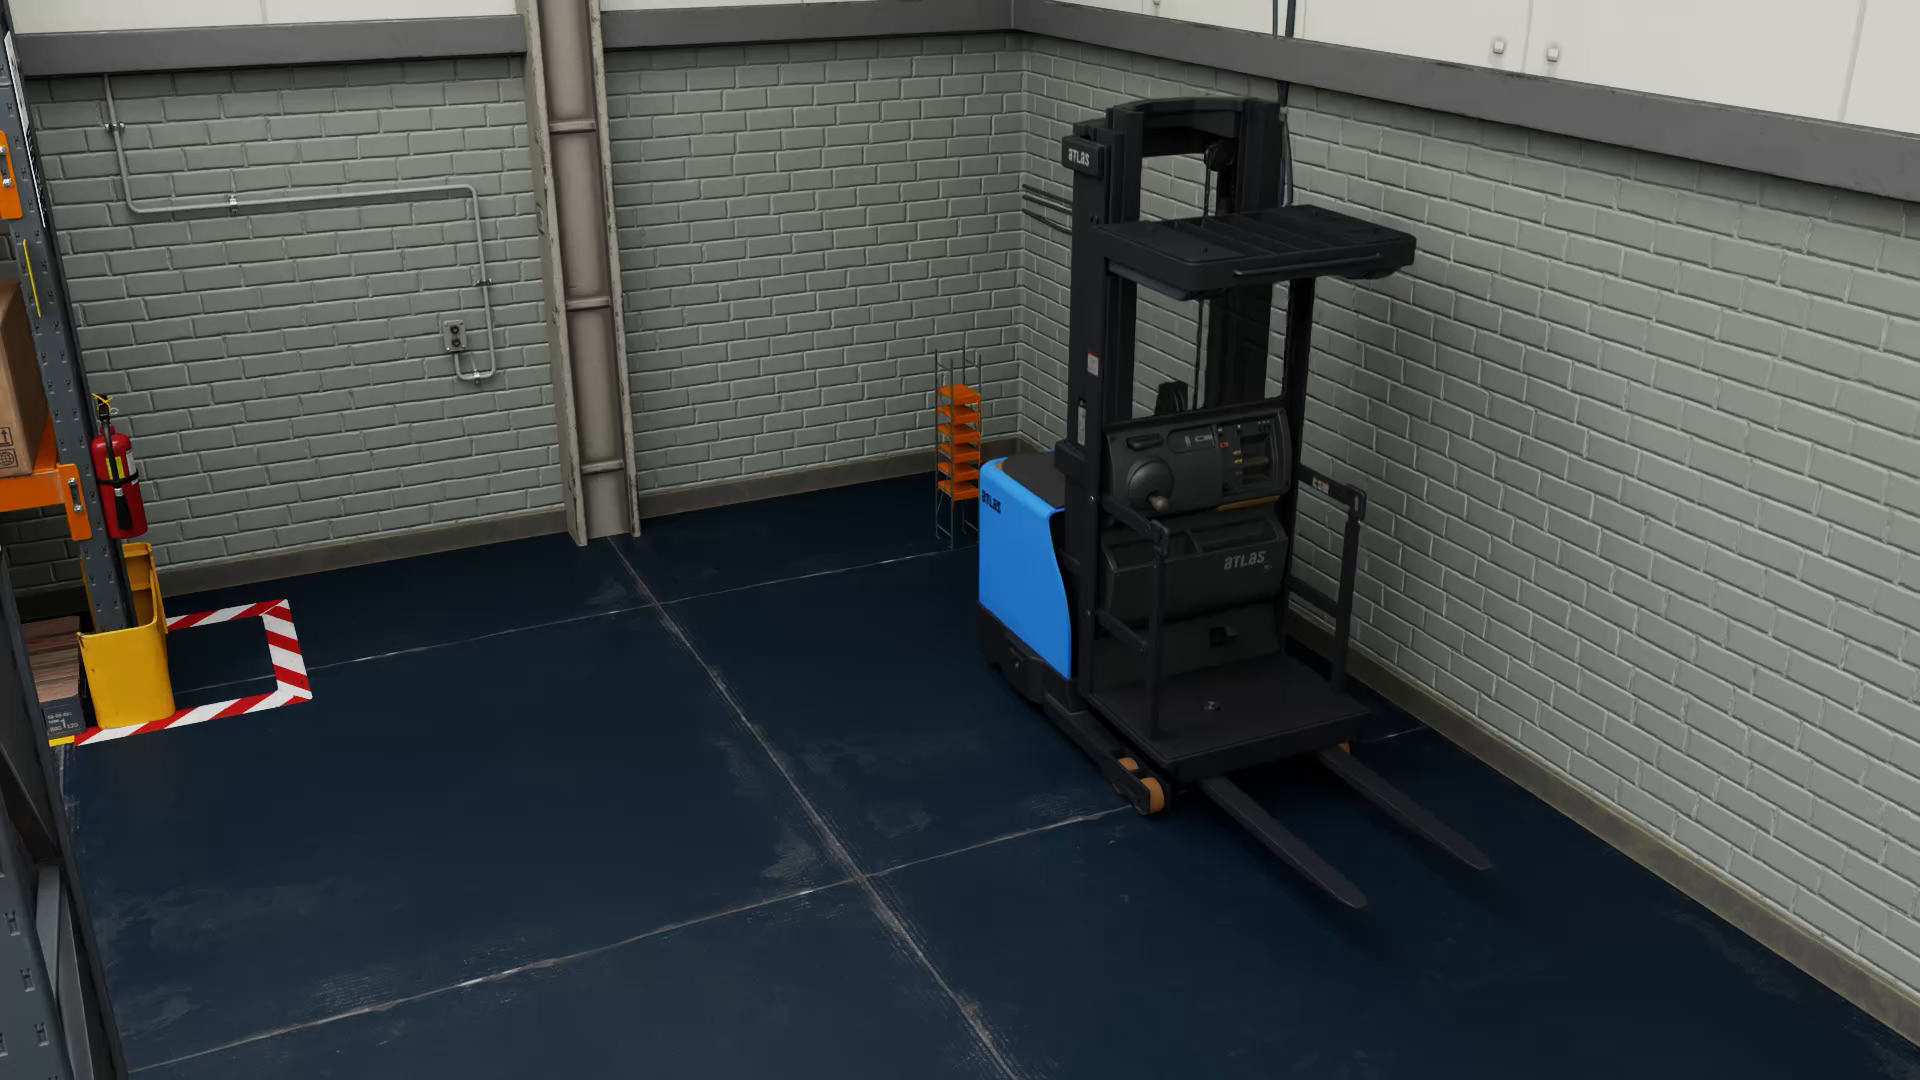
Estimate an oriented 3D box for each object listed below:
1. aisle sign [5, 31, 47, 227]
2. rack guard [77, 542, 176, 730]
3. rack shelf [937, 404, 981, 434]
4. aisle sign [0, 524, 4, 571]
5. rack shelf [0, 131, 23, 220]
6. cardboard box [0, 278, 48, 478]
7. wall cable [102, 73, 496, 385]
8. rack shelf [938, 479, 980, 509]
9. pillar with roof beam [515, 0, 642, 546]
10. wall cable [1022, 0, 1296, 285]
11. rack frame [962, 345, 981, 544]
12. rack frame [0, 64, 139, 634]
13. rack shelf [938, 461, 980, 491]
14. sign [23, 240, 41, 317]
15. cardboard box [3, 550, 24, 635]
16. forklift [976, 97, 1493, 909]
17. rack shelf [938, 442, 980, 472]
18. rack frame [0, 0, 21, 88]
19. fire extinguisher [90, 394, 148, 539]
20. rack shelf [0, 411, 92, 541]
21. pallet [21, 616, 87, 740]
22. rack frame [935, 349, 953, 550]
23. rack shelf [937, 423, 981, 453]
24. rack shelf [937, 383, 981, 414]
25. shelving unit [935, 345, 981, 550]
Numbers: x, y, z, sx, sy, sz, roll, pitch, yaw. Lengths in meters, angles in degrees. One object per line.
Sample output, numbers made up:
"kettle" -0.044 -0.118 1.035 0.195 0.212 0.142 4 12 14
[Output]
"aisle sign" -4.080 -1.797 7.270 0.004 0.787 0.394 -10 25 -24
"rack guard" -4.254 0.464 8.476 0.348 0.500 1.175 -10 25 -24
"rack shelf" -0.013 -0.733 9.940 0.180 0.103 0.258 -10 25 -24
"aisle sign" -2.190 -0.294 3.640 0.004 0.787 0.394 -10 25 -24
"rack shelf" -6.078 -1.409 6.751 4.000 0.370 1.077 -10 25 -24
"cardboard box" -4.731 -0.738 7.718 0.700 0.700 0.980 -9 24 -21
"wall cable" -3.532 -1.695 9.095 1.851 1.984 0.084 -10 25 -24
"rack shelf" -0.013 -0.289 10.124 0.180 0.103 0.258 -10 25 -24
"pillar with roof beam" -0.351 -2.722 5.059 0.400 9.000 9.100 -10 25 -24
"wall cable" 0.976 -2.840 9.404 0.112 2.526 3.097 -10 25 -24
"rack frame" 0.069 -0.567 10.051 0.006 1.200 0.240 -10 25 -24
"rack frame" -4.275 -0.687 7.989 0.127 3.000 1.000 -10 25 -24
"rack shelf" -0.013 -0.400 10.078 0.180 0.103 0.258 -10 25 -24
"sign" -4.053 -1.142 7.264 0.005 0.325 0.100 -10 25 -24
"cardboard box" -4.863 0.424 8.023 0.500 0.500 0.700 -10 25 -24
"forklift" 1.163 -0.332 7.221 1.130 2.935 3.031 -10 25 -23
"rack shelf" -0.013 -0.511 10.032 0.180 0.103 0.258 -10 25 -24
"rack frame" -4.275 -3.459 6.841 0.127 3.000 1.000 -10 25 -24
"fire extinguisher" -3.939 -0.345 7.751 0.183 0.674 0.296 -10 25 -24
"rack shelf" -6.078 -0.023 7.325 4.000 0.370 1.077 -10 25 -24
"pallet" -4.962 0.761 8.136 1.213 0.211 1.003 -10 25 -24
"rack frame" -0.095 -0.537 9.978 0.006 1.200 0.240 -10 25 -24
"rack shelf" -0.013 -0.622 9.986 0.180 0.103 0.258 -10 25 -24
"rack shelf" -0.013 -0.844 9.894 0.180 0.103 0.258 -10 25 -24
"shelving unit" -0.013 -0.552 10.015 0.189 1.200 0.258 -10 25 -24
